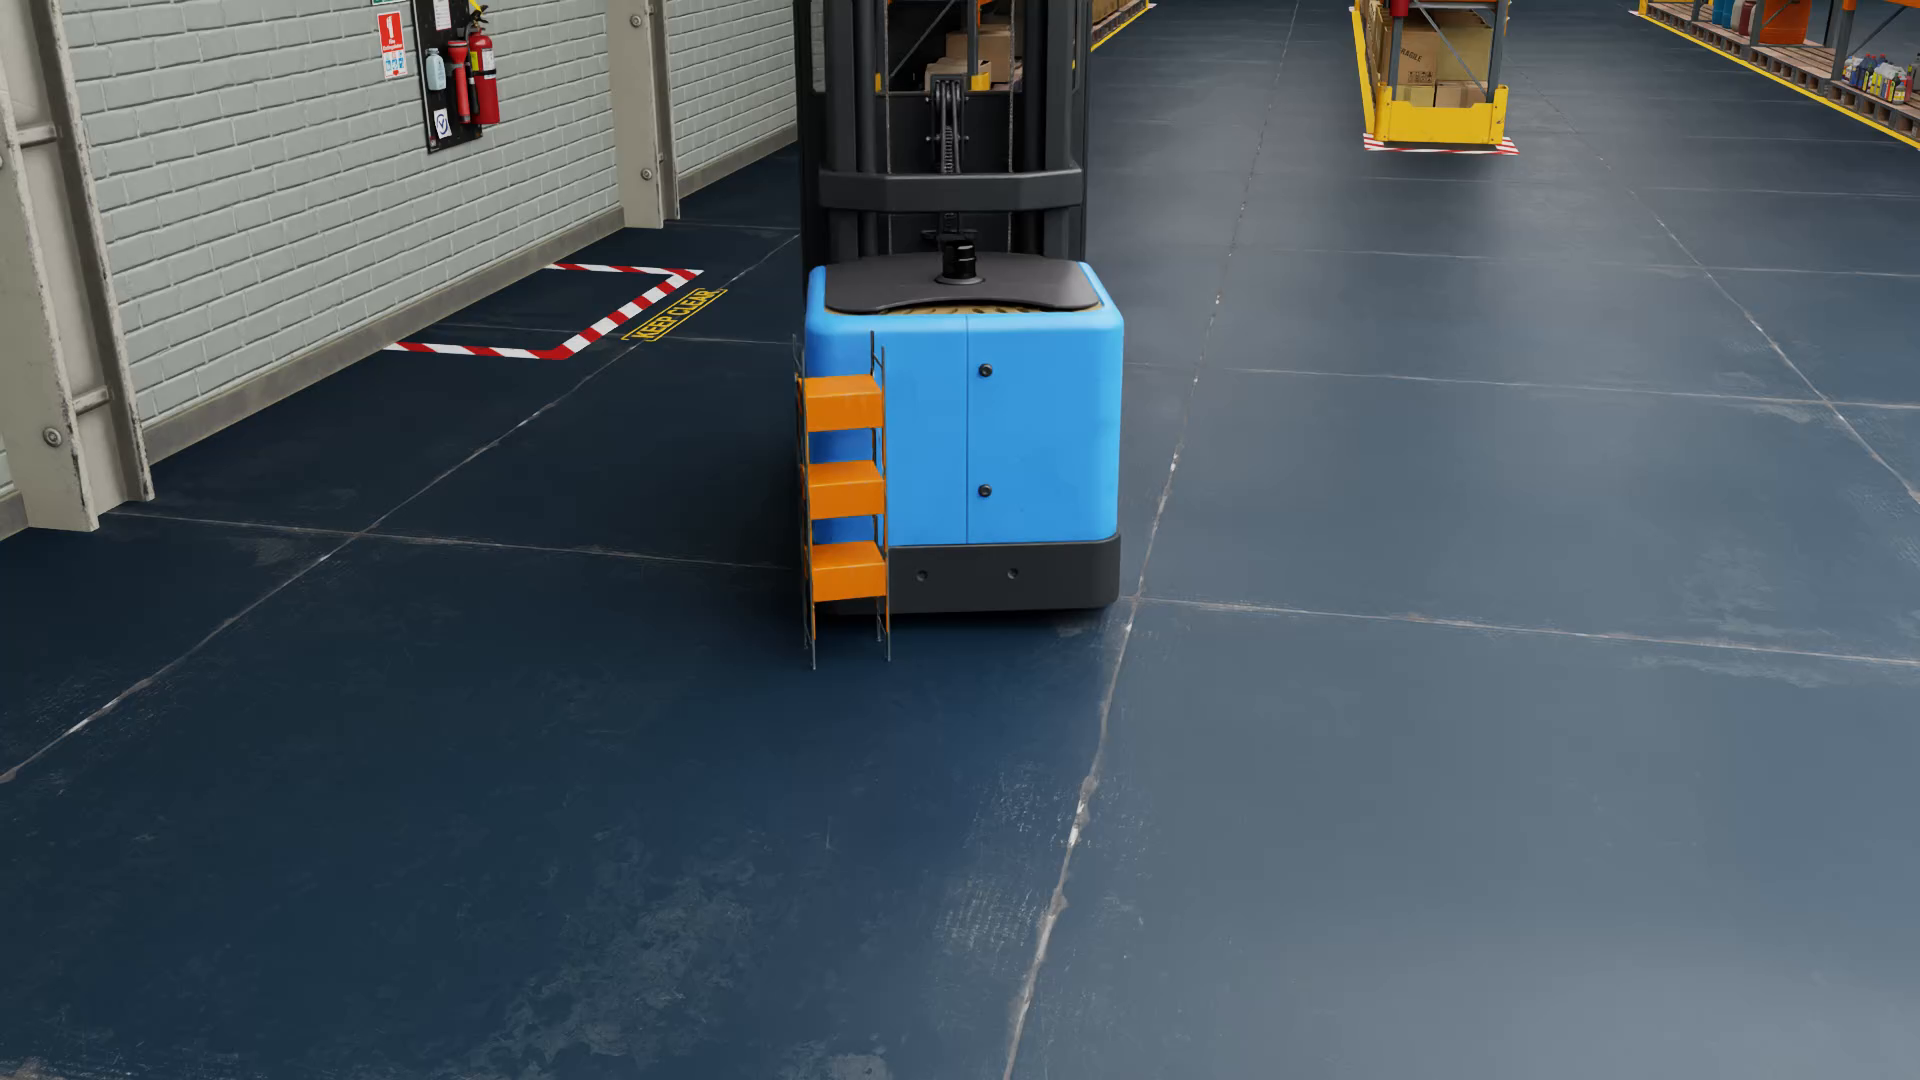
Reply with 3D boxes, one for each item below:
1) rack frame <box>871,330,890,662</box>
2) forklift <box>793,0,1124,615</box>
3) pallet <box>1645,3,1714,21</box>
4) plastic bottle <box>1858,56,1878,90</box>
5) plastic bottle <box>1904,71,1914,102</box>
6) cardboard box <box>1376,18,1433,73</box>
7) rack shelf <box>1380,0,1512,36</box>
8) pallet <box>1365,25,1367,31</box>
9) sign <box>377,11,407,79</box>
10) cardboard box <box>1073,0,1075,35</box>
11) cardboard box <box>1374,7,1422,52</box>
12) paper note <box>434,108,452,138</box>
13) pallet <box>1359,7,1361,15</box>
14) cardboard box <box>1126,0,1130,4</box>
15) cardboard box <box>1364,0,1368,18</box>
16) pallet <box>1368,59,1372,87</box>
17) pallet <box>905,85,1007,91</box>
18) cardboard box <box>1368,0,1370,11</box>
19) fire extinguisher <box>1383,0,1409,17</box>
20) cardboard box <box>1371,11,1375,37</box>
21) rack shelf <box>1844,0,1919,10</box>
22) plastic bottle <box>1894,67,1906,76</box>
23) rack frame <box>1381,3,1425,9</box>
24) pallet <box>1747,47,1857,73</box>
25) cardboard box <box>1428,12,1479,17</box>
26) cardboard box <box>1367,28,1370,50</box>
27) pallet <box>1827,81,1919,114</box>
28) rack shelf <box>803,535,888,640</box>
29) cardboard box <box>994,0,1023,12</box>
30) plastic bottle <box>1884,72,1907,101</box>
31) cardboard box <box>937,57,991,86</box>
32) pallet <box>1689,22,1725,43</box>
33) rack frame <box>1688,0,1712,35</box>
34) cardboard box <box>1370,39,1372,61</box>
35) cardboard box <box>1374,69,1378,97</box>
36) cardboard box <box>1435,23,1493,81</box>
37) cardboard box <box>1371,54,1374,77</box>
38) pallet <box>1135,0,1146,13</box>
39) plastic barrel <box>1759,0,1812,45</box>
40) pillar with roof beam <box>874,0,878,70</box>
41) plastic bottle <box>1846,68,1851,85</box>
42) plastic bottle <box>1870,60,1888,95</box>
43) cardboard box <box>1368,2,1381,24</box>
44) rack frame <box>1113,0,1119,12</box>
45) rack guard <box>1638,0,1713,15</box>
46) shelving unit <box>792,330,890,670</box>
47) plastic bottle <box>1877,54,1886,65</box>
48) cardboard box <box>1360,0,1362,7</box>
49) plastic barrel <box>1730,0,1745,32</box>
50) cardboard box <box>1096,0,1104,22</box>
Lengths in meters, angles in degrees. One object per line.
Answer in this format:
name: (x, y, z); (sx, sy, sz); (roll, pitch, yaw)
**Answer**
rack frame: (-0.251, -0.128, 5.266); (0.008, 1.050, 0.200); (-5, 22, -12)
forklift: (-0.080, -1.617, 6.444); (1.130, 2.935, 3.031); (-1, 22, -4)
pallet: (12.436, -9.078, 28.611); (1.003, 0.211, 1.213); (4, 22, 11)
plastic bottle: (9.585, -4.924, 17.522); (0.144, 0.351, 0.185); (4, 22, 9)
plastic bottle: (9.506, -4.550, 16.683); (0.061, 0.283, 0.133); (4, 22, 11)
cardboard box: (4.537, -5.050, 16.993); (0.500, 0.500, 0.500); (4, 22, 11)
rack shelf: (4.938, -5.595, 17.194); (1.077, 0.370, 4.000); (4, 22, 11)
pallet: (6.849, -7.992, 25.916); (1.003, 0.211, 1.213); (4, 22, 11)
sign: (-3.004, -2.623, 8.803); (0.001, 0.329, 0.234); (4, 22, 11)
cardboard box: (1.216, -7.277, 23.164); (0.700, 0.500, 0.500); (5, 22, 12)
cardboard box: (4.850, -5.598, 18.354); (0.500, 0.500, 0.500); (4, 22, 11)
paper note: (-2.894, -2.332, 9.309); (0.016, 0.148, 0.142); (4, 22, 11)
pallet: (7.617, -9.436, 29.501); (1.003, 0.211, 1.213); (4, 22, 11)
cardboard box: (2.593, -9.634, 29.044); (0.700, 0.500, 0.500); (5, 22, 12)
cardboard box: (6.641, -8.472, 26.132); (0.500, 0.500, 0.500); (3, 22, 8)
pallet: (5.458, -5.639, 20.073); (1.003, 0.211, 1.213); (4, 22, 11)
pallet: (-0.105, -4.603, 17.499); (1.003, 0.211, 1.213); (4, 22, 11)
cardboard box: (6.229, -7.717, 24.257); (0.500, 0.500, 0.500); (4, 22, 9)
fire extinguisher: (4.051, -5.154, 15.239); (0.296, 0.674, 0.183); (4, 22, 11)
cardboard box: (5.352, -6.383, 20.555); (0.500, 0.311, 0.500); (4, 22, 11)
rack shelf: (9.786, -5.216, 16.253); (1.077, 0.370, 4.000); (4, 22, 11)
plastic bottle: (9.648, -4.732, 17.145); (0.152, 0.276, 0.135); (4, 22, 11)
rack frame: (5.346, -6.660, 18.876); (1.000, 3.000, 0.127); (4, 22, 11)
pallet: (10.814, -6.170, 21.392); (1.003, 0.211, 1.213); (4, 22, 11)
cardboard box: (5.253, -5.376, 17.802); (0.500, 0.500, 0.500); (4, 22, 11)
cardboard box: (5.566, -6.499, 21.594); (0.500, 0.250, 0.500); (4, 22, 10)
pallet: (10.016, -4.746, 17.854); (1.003, 0.211, 1.213); (4, 22, 11)
rack shelf: (-0.370, 0.150, 5.348); (0.240, 0.259, 0.215); (-5, 22, -12)
cardboard box: (0.716, -6.861, 21.127); (0.500, 0.250, 0.500); (4, 22, 10)
plastic bottle: (9.402, -4.554, 16.704); (0.152, 0.276, 0.135); (5, 22, 11)
cardboard box: (0.025, -4.985, 17.727); (0.500, 0.311, 0.500); (6, 23, 15)
pallet: (11.628, -7.635, 25.028); (1.003, 0.211, 1.213); (4, 22, 11)
rack frame: (11.826, -9.207, 25.200); (1.000, 3.000, 0.127); (4, 22, 11)
cardboard box: (5.251, -5.938, 20.202); (0.500, 0.250, 0.500); (4, 22, 10)
cardboard box: (4.540, -4.702, 17.133); (0.500, 0.250, 0.500); (4, 22, 11)
cardboard box: (4.957, -4.827, 16.438); (0.500, 0.500, 0.500); (4, 22, 11)
cardboard box: (4.847, -5.251, 18.494); (0.500, 0.250, 0.500); (4, 22, 11)
pallet: (2.857, -9.833, 30.487); (1.003, 0.211, 1.213); (4, 22, 11)
plastic barrel: (11.093, -7.113, 22.342); (0.600, 0.830, 0.708); (4, 22, 11)
pillar with roof beam: (3.190, -8.350, 15.042); (9.100, 9.000, 0.400); (4, 22, 11)
plastic bottle: (9.658, -5.030, 17.985); (0.097, 0.201, 0.097); (0, 22, 0)
plastic bottle: (9.498, -4.769, 17.136); (0.144, 0.351, 0.185); (4, 22, 10)
cardboard box: (5.669, -6.941, 21.940); (0.500, 0.311, 0.500); (4, 22, 10)
rack frame: (2.128, -9.962, 27.075); (1.000, 3.000, 0.127); (4, 22, 11)
rack guard: (12.635, -9.520, 29.323); (1.175, 0.500, 0.348); (4, 22, 11)
shelving unit: (-0.370, -0.118, 5.240); (0.252, 1.050, 0.215); (-5, 22, -12)
plastic bottle: (9.764, -4.982, 17.666); (0.144, 0.351, 0.185); (4, 22, 11)
cardboard box: (6.970, -9.047, 27.813); (0.500, 0.311, 0.500); (4, 22, 11)
plastic barrel: (11.352, -7.592, 23.956); (0.421, 0.512, 0.421); (0, 22, 0)
cardboard box: (1.775, -8.276, 25.203); (0.750, 0.750, 0.750); (4, 22, 11)
